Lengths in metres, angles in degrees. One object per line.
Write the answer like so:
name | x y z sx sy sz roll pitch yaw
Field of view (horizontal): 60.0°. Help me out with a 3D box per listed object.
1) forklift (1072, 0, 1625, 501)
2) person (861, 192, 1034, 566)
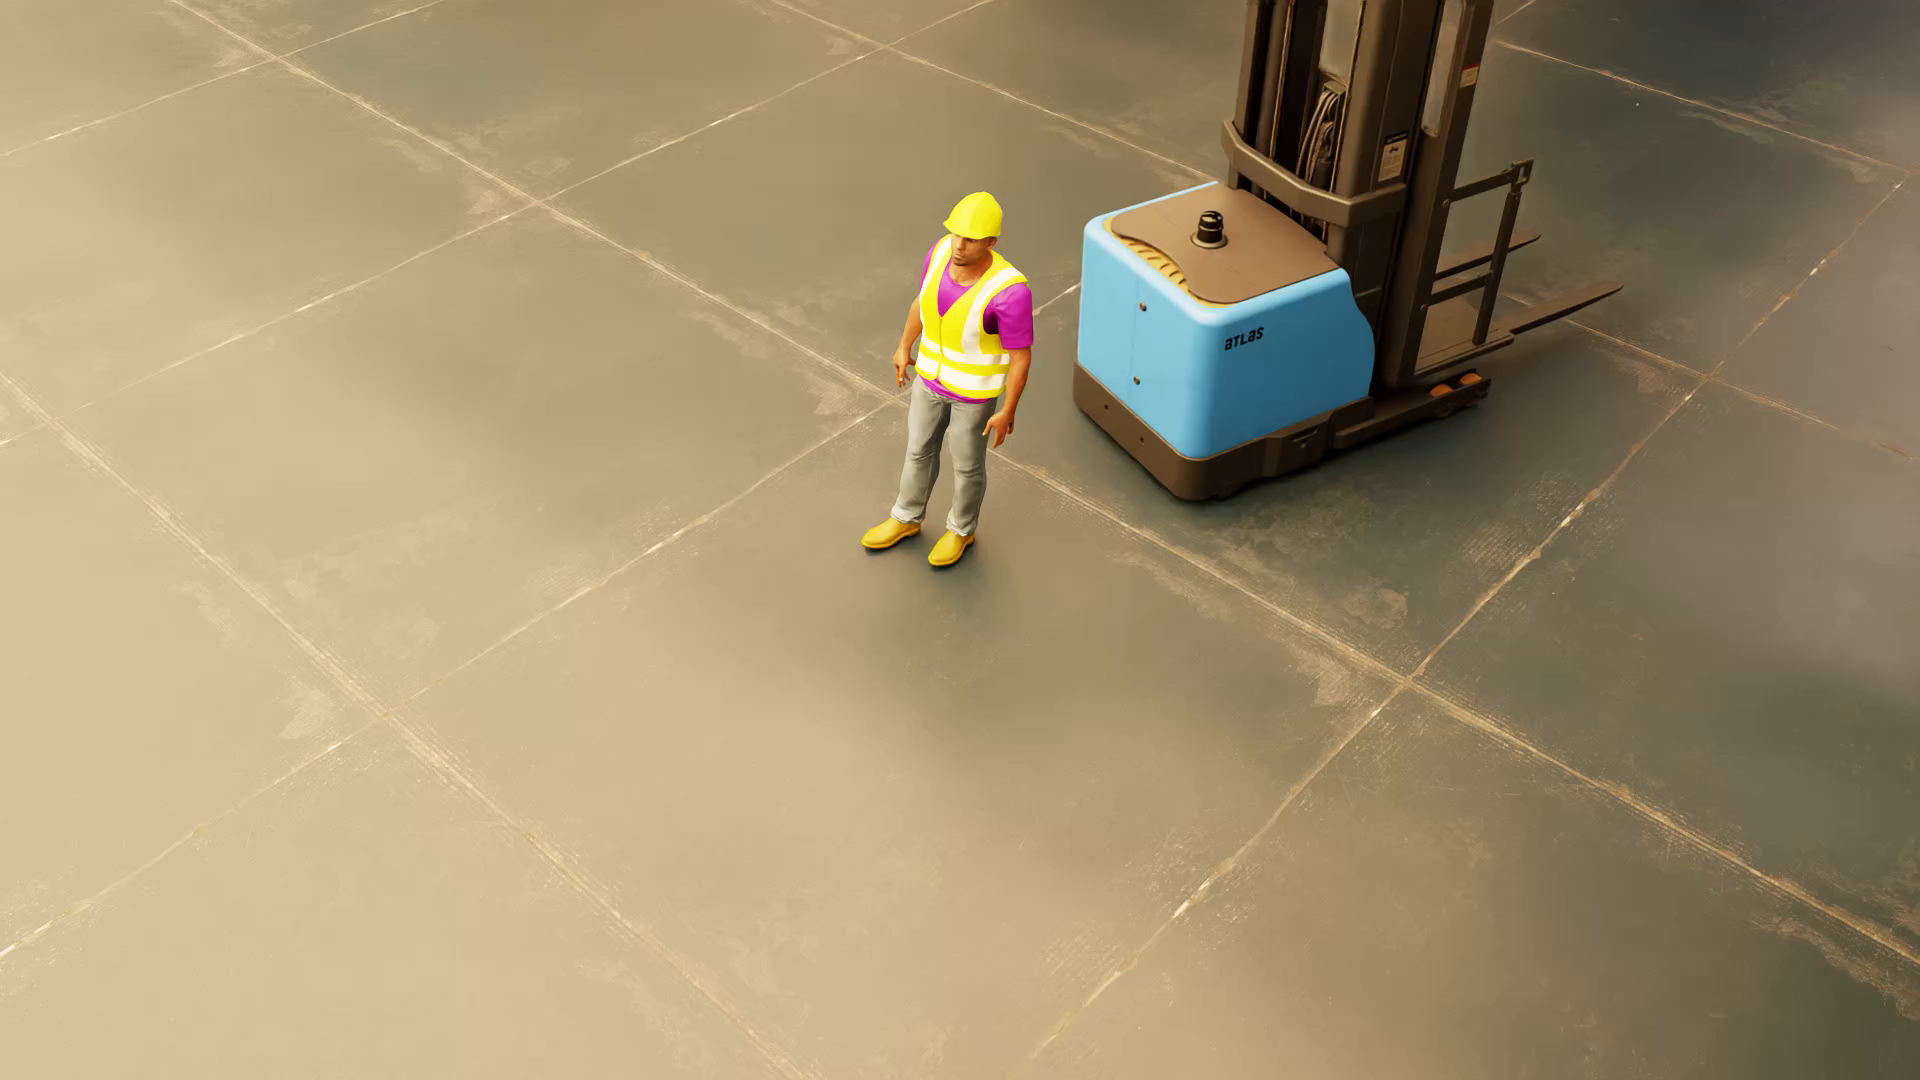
forklift | 2.100 -2.008 7.769 3.031 2.935 1.130 -21 45 -22
person | -0.051 -0.645 7.064 0.666 1.765 0.577 31 49 31
